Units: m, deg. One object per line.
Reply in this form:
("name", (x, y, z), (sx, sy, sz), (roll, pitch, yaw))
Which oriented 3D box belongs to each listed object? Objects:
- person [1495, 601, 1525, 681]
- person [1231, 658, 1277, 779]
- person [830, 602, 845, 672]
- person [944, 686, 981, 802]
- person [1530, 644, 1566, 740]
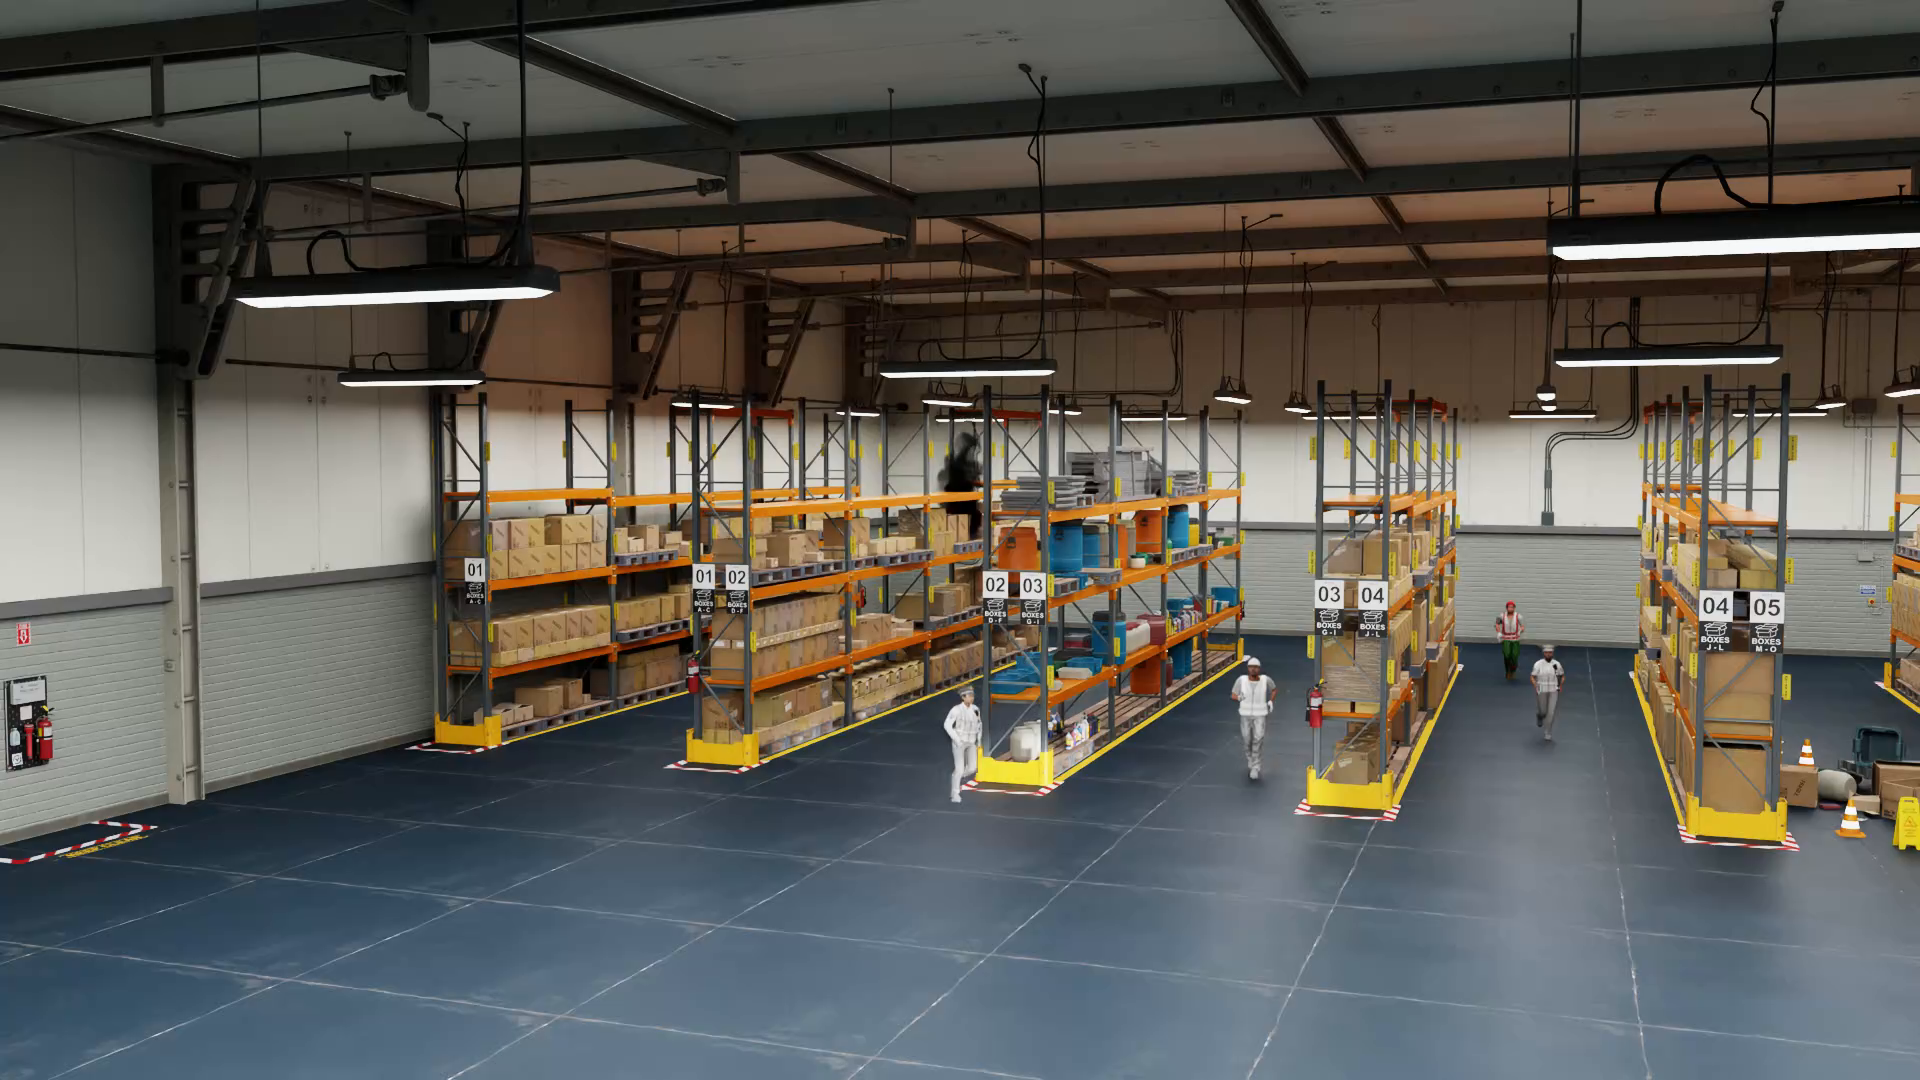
("person", (12.023, 2.198, 36.318), (0.595, 1.751, 0.772), (1, 3, 11))
("person", (4.502, 2.704, 25.583), (0.673, 1.778, 0.961), (1, 3, 16))
("person", (-2.835, 2.162, 37.433), (0.644, 1.680, 0.591), (0, 3, 6))
("person", (0.077, 2.919, 23.941), (0.670, 1.655, 0.504), (-2, 3, -29))
("person", (10.270, 2.638, 29.025), (0.592, 1.650, 0.675), (1, 3, 13))
